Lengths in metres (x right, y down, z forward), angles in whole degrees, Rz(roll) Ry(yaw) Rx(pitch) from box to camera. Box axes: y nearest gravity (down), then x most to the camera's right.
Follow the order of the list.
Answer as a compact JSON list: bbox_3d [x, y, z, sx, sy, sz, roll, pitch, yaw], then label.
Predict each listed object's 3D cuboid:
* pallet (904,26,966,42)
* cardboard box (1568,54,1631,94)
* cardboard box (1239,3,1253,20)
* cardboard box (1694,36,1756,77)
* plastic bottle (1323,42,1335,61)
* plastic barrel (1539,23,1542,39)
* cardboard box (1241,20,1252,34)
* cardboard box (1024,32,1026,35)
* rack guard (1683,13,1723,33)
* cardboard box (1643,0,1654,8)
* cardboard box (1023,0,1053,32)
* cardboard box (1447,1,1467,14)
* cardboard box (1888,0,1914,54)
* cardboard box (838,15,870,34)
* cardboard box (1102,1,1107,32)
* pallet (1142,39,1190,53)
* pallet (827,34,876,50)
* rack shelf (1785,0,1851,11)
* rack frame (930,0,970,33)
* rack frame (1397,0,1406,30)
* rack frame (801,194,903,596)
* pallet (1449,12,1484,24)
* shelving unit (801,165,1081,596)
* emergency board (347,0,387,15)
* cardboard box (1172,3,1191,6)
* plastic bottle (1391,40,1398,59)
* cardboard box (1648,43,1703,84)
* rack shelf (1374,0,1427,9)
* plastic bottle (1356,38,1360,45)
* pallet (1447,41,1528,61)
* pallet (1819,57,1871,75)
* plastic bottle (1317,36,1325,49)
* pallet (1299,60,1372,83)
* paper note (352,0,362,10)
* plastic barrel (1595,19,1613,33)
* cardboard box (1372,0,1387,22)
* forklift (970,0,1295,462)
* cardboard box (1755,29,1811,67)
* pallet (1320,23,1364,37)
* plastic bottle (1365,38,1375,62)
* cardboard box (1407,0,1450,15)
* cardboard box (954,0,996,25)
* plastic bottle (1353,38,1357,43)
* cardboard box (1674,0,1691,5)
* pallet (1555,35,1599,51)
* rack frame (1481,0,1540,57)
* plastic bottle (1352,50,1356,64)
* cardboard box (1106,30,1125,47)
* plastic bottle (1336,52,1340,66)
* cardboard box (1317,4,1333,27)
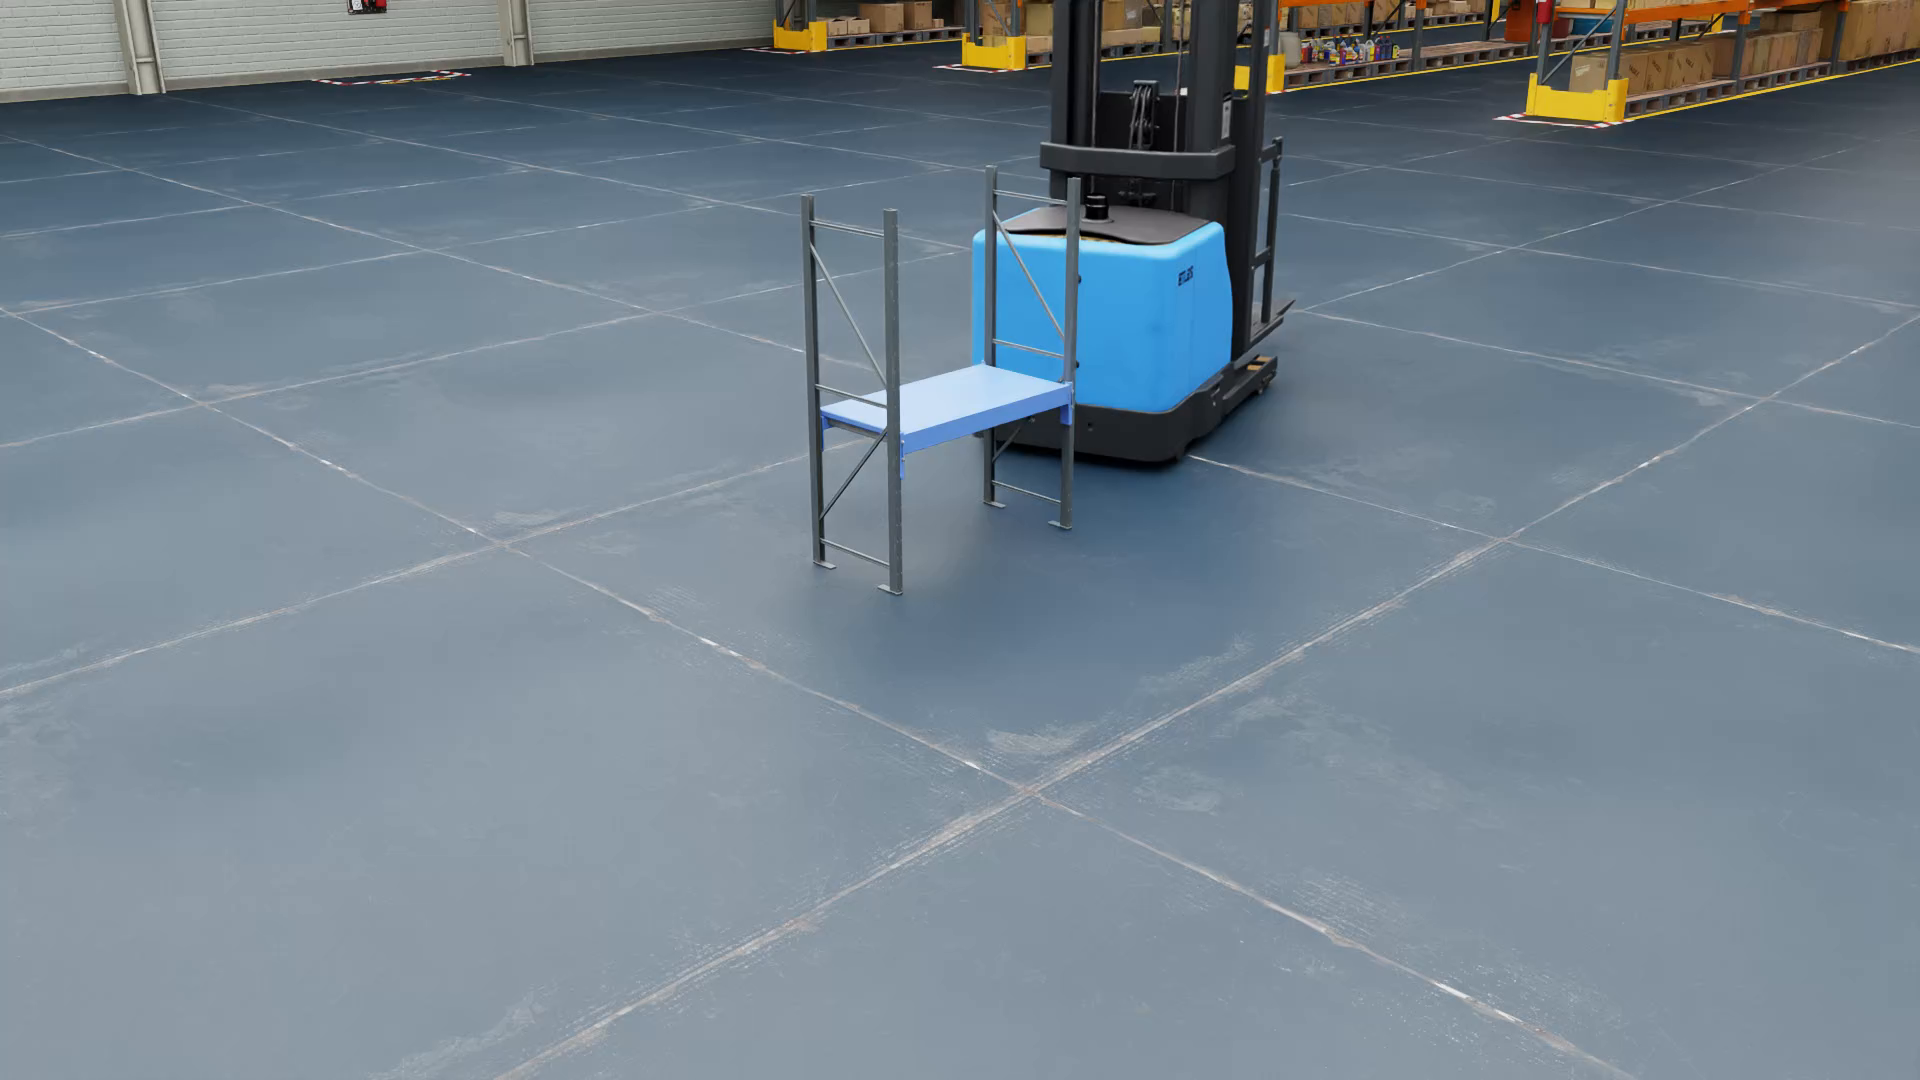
[{"bbox_3d":[-0.641,-9.957,32.687,1.003,0.211,1.213,19,28,41],"label":"pallet"},{"bbox_3d":[8.106,-5.879,21.087,0.500,0.500,0.500,-14,25,-32],"label":"cardboard box"},{"bbox_3d":[5.243,-9.944,31.230,0.500,0.311,0.500,19,28,40],"label":"cardboard box"},{"bbox_3d":[10.893,-6.912,23.749,0.700,0.500,0.500,17,27,37],"label":"cardboard box"},{"bbox_3d":[5.735,-7.603,25.858,0.152,0.276,0.135,19,28,41],"label":"plastic bottle"},{"bbox_3d":[10.350,-9.322,30.028,0.421,0.512,0.421,0,21,0],"label":"plastic barrel"},{"bbox_3d":[5.242,-9.684,31.337,0.500,0.250,0.500,-19,28,-41],"label":"cardboard box"},{"bbox_3d":[1.066,-8.429,28.072,0.500,0.250,0.500,19,28,41],"label":"cardboard box"},{"bbox_3d":[15.279,-10.888,34.706,1.175,0.500,0.348,19,28,41],"label":"rack guard"},{"bbox_3d":[8.401,-6.709,20.700,0.380,0.149,0.250,19,28,41],"label":"cardboard box"},{"bbox_3d":[1.411,-8.909,28.275,0.500,0.500,0.500,19,28,41],"label":"cardboard box"},{"bbox_3d":[10.838,-11.770,36.736,0.500,0.250,0.500,19,28,41],"label":"cardboard box"},{"bbox_3d":[14.975,-8.583,27.599,1.225,0.875,0.875,18,27,39],"label":"cardboard box"},{"bbox_3d":[-2.044,-9.665,31.173,0.500,0.311,0.500,-17,27,-38],"label":"cardboard box"},{"bbox_3d":[2.145,-8.903,28.259,0.500,0.500,0.500,19,28,41],"label":"cardboard box"},{"bbox_3d":[3.840,-9.099,30.454,1.003,0.211,1.213,19,28,41],"label":"pallet"},{"bbox_3d":[-2.343,-9.330,31.055,1.003,0.211,1.213,19,28,41],"label":"pallet"},{"bbox_3d":[14.634,-8.928,27.124,1.077,0.370,4.000,19,28,41],"label":"rack shelf"},{"bbox_3d":[-0.198,-11.441,32.659,1.000,3.000,0.127,19,28,41],"label":"rack frame"},{"bbox_3d":[8.935,-12.258,34.786,1.000,3.000,0.127,19,28,41],"label":"rack frame"},{"bbox_3d":[-0.414,-0.547,6.408,0.500,1.500,0.032,19,28,41],"label":"rack frame"},{"bbox_3d":[11.117,-11.760,37.377,1.003,0.211,1.213,19,28,41],"label":"pallet"},{"bbox_3d":[-0.059,-0.678,6.748,0.538,1.500,1.048,19,28,41],"label":"shelving unit"},{"bbox_3d":[-9.057,-8.641,25.375,0.194,1.169,0.643,19,28,41],"label":"emergency board"},{"bbox_3d":[4.139,-9.815,30.895,0.500,0.311,0.500,19,28,40],"label":"cardboard box"},{"bbox_3d":[6.801,-7.692,26.080,0.133,0.283,0.061,-18,28,-39],"label":"plastic bottle"},{"bbox_3d":[9.747,-6.509,22.726,0.500,0.500,0.500,-11,23,-25],"label":"cardboard box"},{"bbox_3d":[8.295,-9.139,27.674,1.077,0.370,4.000,19,28,41],"label":"rack shelf"},{"bbox_3d":[6.364,-7.921,26.691,0.097,0.271,0.097,0,21,0],"label":"plastic bottle"},{"bbox_3d":[9.122,-8.498,28.890,1.003,0.211,1.213,19,28,41],"label":"pallet"},{"bbox_3d":[13.843,-7.632,26.636,1.003,0.211,1.213,19,28,41],"label":"pallet"},{"bbox_3d":[5.612,-7.668,25.924,0.144,0.351,0.185,19,28,40],"label":"plastic bottle"},{"bbox_3d":[5.551,-7.182,25.466,1.003,0.211,1.213,19,28,41],"label":"pallet"},{"bbox_3d":[-9.230,-8.201,25.459,0.016,0.148,0.142,19,28,41],"label":"paper note"},{"bbox_3d":[12.089,-10.098,31.506,0.600,0.901,0.708,19,28,41],"label":"plastic barrel"},{"bbox_3d":[8.445,-10.973,34.314,0.500,0.500,0.500,19,28,41],"label":"cardboard box"},{"bbox_3d":[1.131,-2.227,8.783,1.130,2.935,3.031,10,23,24],"label":"forklift"},{"bbox_3d":[12.408,-7.465,25.187,0.700,0.500,0.500,16,26,36],"label":"cardboard box"},{"bbox_3d":[7.543,-10.423,33.898,1.003,0.211,1.213,19,28,41],"label":"pallet"},{"bbox_3d":[6.298,-7.560,25.641,0.144,0.351,0.185,19,28,40],"label":"plastic bottle"},{"bbox_3d":[10.242,-11.782,36.415,0.797,0.503,0.637,19,28,41],"label":"cardboard box"},{"bbox_3d":[0.304,-10.673,33.531,0.500,0.500,0.700,-19,28,-40],"label":"cardboard box"},{"bbox_3d":[6.235,-7.810,26.385,0.061,0.283,0.133,19,28,41],"label":"plastic bottle"},{"bbox_3d":[9.144,-6.951,21.328,0.380,0.149,0.250,19,28,41],"label":"cardboard box"},{"bbox_3d":[11.062,-9.213,30.750,1.003,0.211,1.213,19,28,41],"label":"pallet"},{"bbox_3d":[9.691,-9.989,28.883,1.000,3.000,0.127,19,28,41],"label":"rack frame"},{"bbox_3d":[5.976,-7.359,25.328,0.097,0.201,0.097,0,21,0],"label":"plastic bottle"},{"bbox_3d":[2.493,-8.682,28.729,0.500,0.250,0.500,19,28,41],"label":"cardboard box"},{"bbox_3d":[5.670,-7.247,25.035,0.097,0.201,0.097,0,21,0],"label":"plastic bottle"},{"bbox_3d":[7.028,-10.450,32.952,0.500,0.500,0.500,18,27,39],"label":"cardboard box"}]
